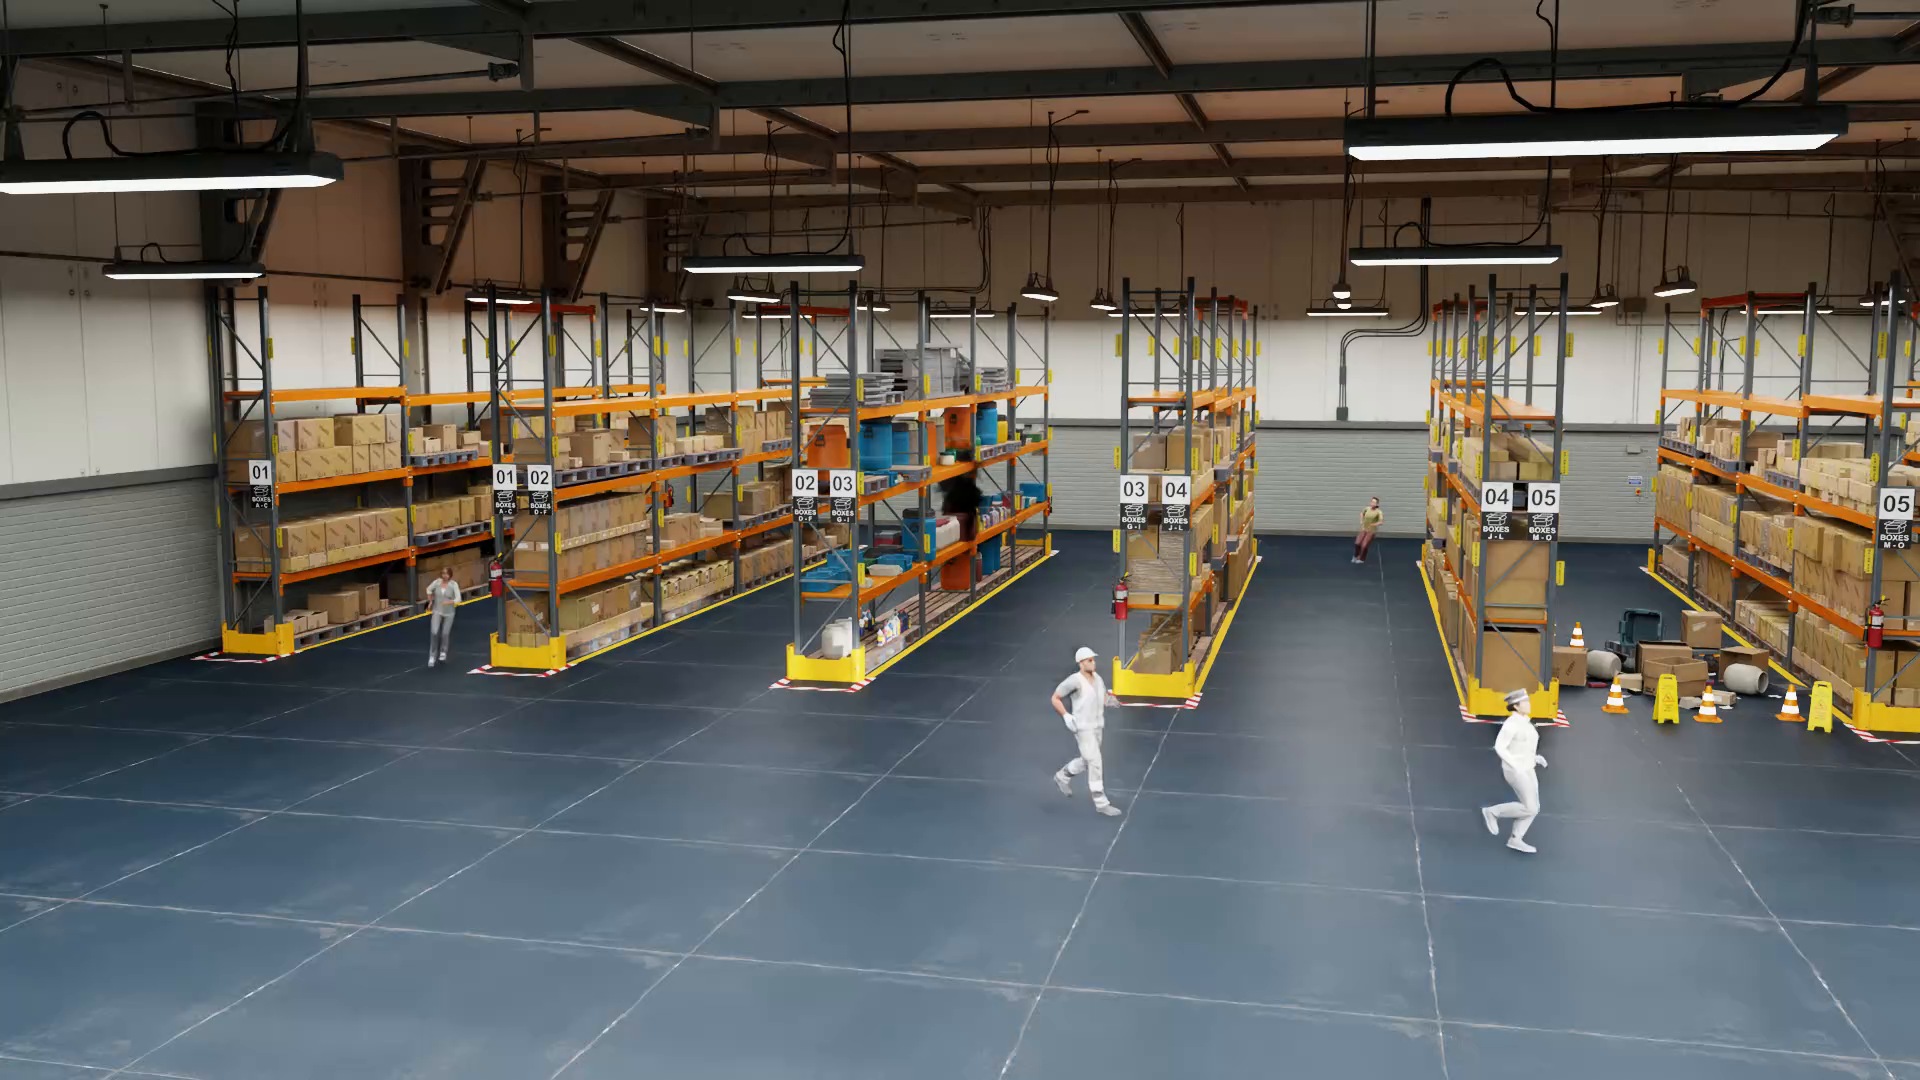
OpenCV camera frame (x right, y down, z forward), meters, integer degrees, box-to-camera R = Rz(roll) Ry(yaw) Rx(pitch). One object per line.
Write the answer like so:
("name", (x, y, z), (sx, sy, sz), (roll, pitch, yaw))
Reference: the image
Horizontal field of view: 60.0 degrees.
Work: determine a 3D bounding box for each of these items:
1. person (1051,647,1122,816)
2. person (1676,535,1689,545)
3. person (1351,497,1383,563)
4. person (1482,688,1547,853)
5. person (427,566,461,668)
("person", (1.369, 2.036, 17.980), (1.000, 1.766, 0.663), (6, 9, 41))
("person", (16.825, -0.197, 38.484), (0.560, 1.550, 0.799), (5, 8, 36))
("person", (9.451, -0.208, 38.609), (0.722, 1.565, 0.624), (2, 7, 16))
("person", (5.565, 2.286, 16.636), (0.540, 1.657, 0.615), (5, 8, 36))
("person", (-8.195, 1.201, 26.438), (0.546, 1.602, 0.688), (-1, 7, -12))
